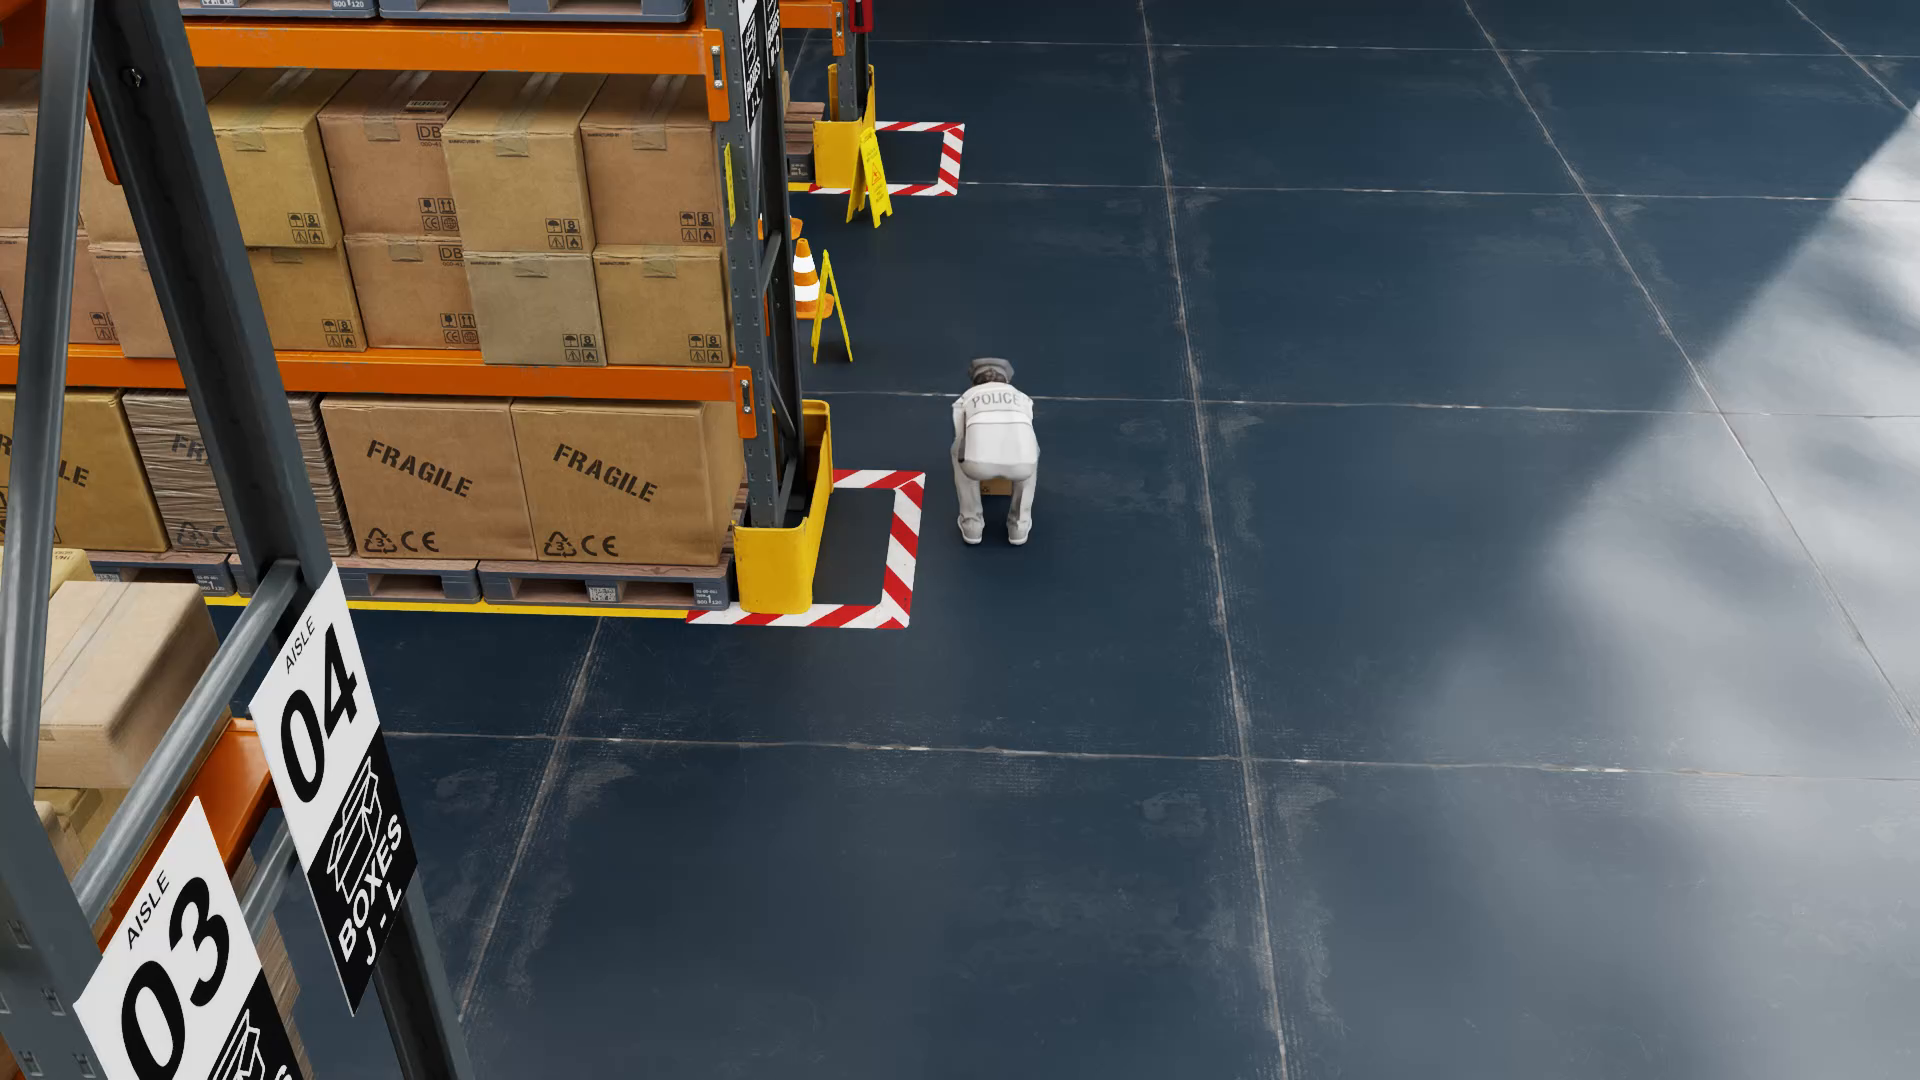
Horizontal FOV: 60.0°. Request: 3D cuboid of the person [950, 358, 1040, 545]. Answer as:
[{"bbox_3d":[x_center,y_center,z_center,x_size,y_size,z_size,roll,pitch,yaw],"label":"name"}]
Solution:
[{"bbox_3d":[0.181,-0.441,8.511,0.461,0.773,0.912,0,36,1],"label":"person"}]
